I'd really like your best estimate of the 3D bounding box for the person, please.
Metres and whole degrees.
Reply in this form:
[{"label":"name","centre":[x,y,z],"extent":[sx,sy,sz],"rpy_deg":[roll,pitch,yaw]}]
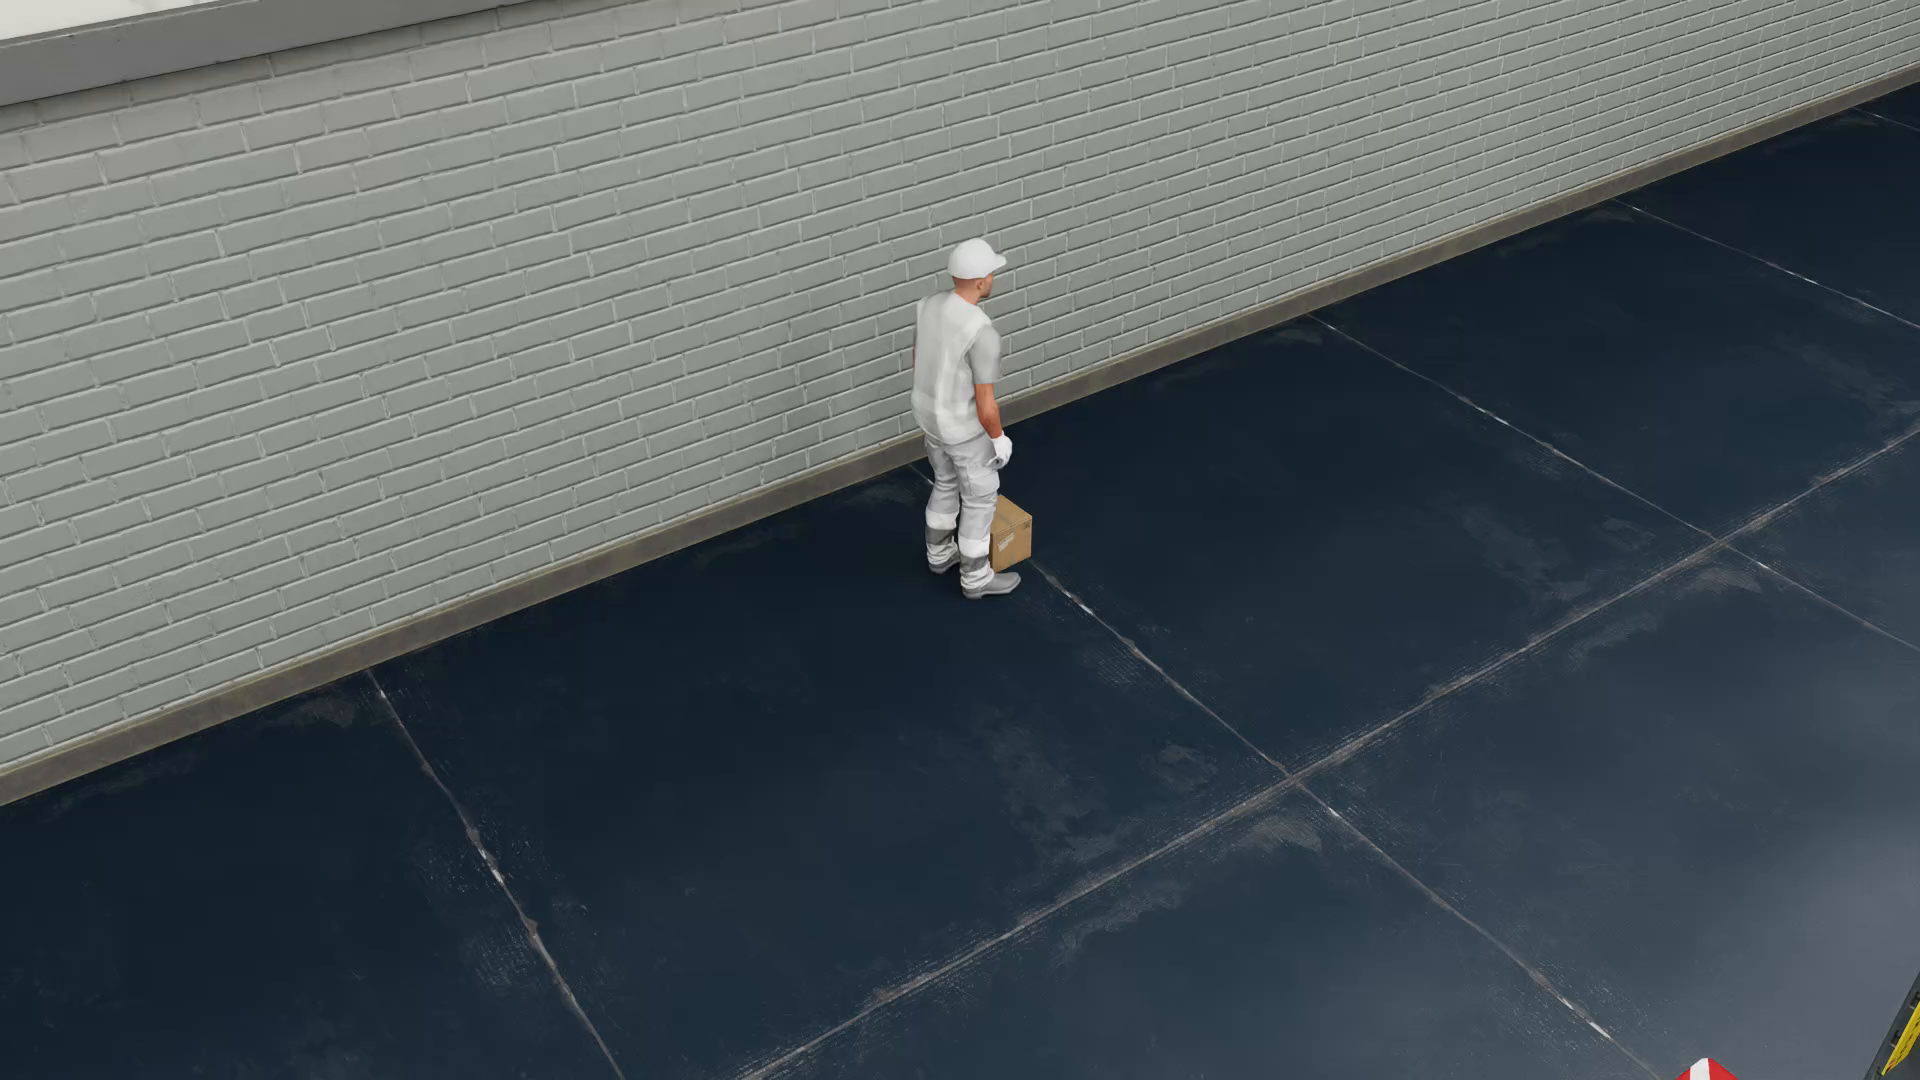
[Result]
[{"label":"person","centre":[0.019,-0.558,7.758],"extent":[0.456,1.778,0.615],"rpy_deg":[-23,42,-28]}]
